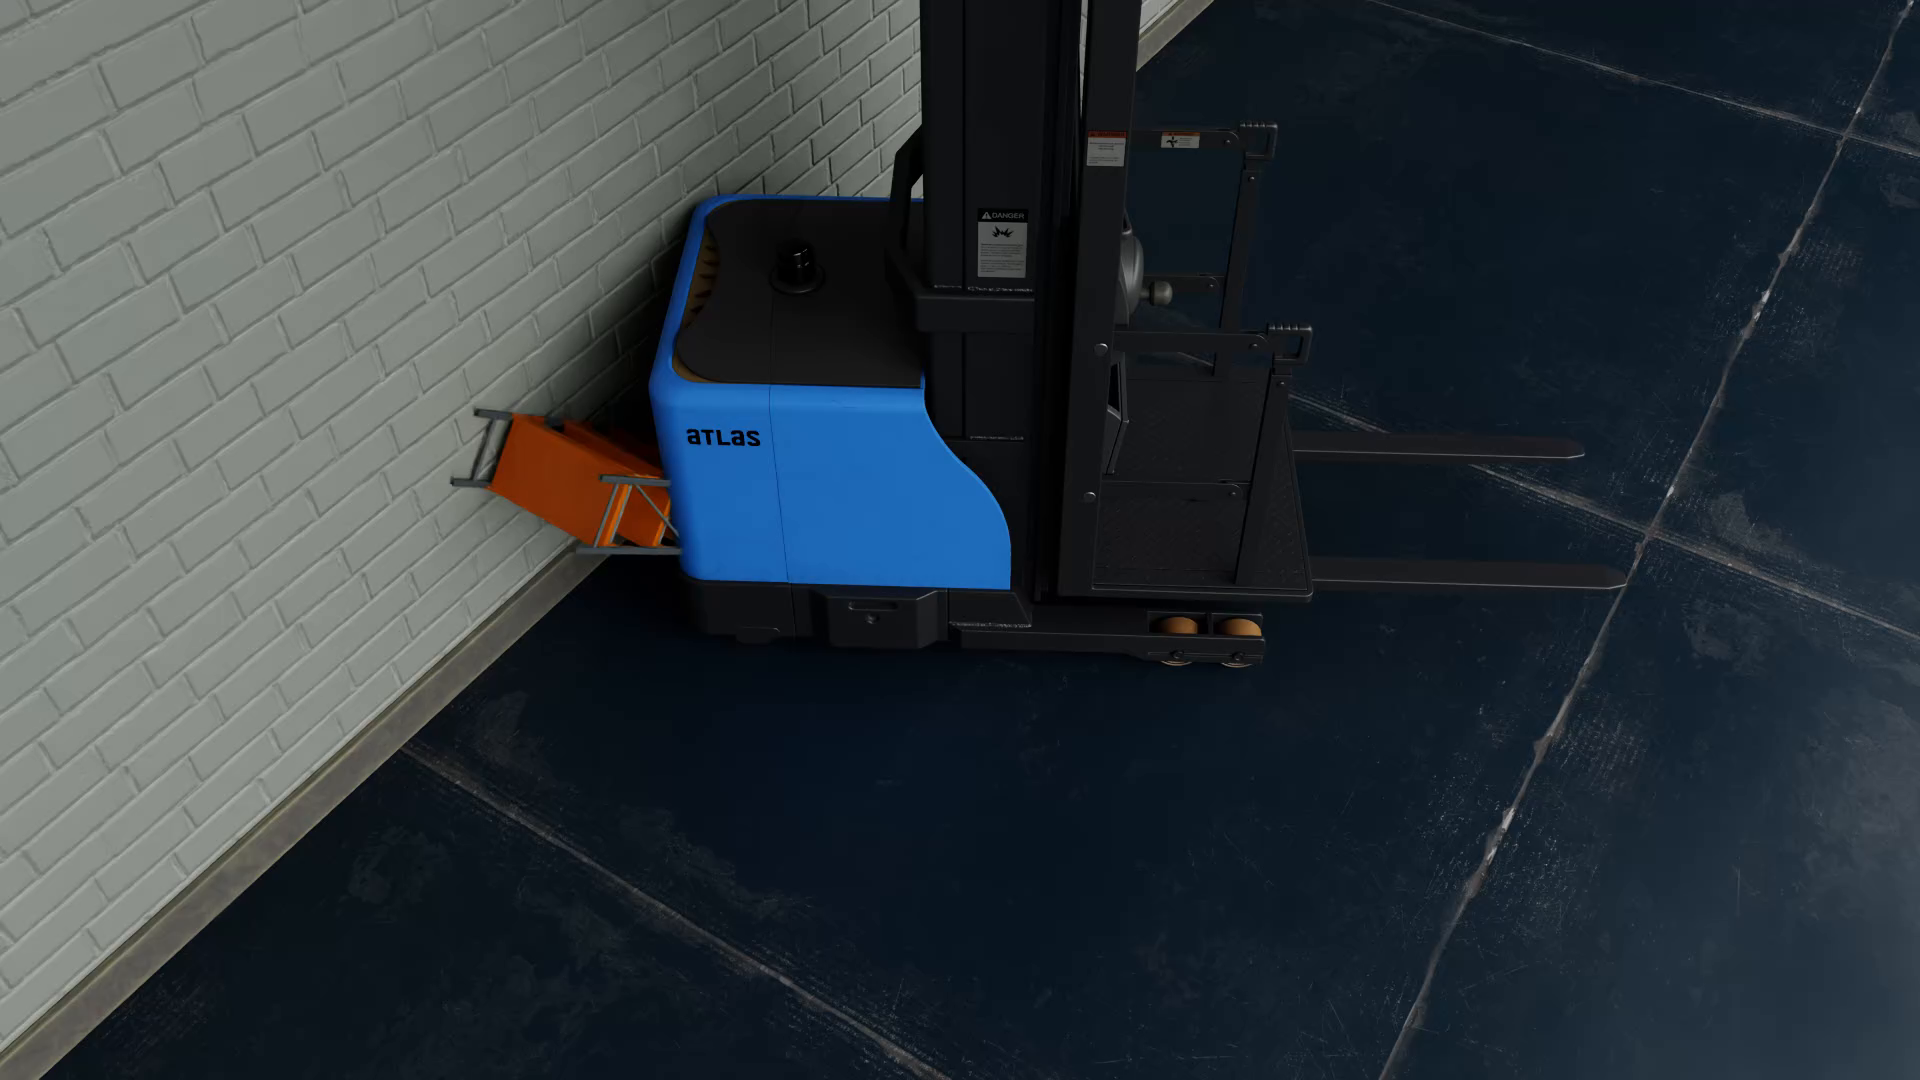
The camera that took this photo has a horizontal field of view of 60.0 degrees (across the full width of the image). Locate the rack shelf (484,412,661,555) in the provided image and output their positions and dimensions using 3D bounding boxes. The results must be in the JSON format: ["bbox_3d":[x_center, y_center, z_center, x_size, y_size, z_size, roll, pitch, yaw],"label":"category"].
[{"bbox_3d":[-1.155,-0.169,4.944,0.480,0.258,0.148,26,11,24],"label":"rack shelf"}]

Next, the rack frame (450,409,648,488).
[{"bbox_3d":[-1.185,-0.263,5.396,0.015,0.240,1.200,26,11,24],"label":"rack frame"}]

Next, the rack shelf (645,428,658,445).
[{"bbox_3d":[-0.869,-0.162,5.537,0.480,0.258,0.148,26,11,24],"label":"rack shelf"}]

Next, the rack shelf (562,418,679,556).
[{"bbox_3d":[-1.052,-0.166,5.157,0.480,0.258,0.148,26,11,24],"label":"rack shelf"}]

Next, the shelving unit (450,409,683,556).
[{"bbox_3d":[-0.984,-0.165,5.298,0.503,0.258,1.200,26,11,24],"label":"shelving unit"}]

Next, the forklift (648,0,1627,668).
[{"bbox_3d":[0.628,-1.003,4.681,3.031,2.935,1.130,2,46,2],"label":"forklift"}]

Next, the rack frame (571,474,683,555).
[{"bbox_3d":[-0.784,-0.066,5.200,0.015,0.240,1.200,26,11,24],"label":"rack frame"}]

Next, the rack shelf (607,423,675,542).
[{"bbox_3d":[-0.955,-0.164,5.359,0.480,0.258,0.148,26,11,24],"label":"rack shelf"}]
